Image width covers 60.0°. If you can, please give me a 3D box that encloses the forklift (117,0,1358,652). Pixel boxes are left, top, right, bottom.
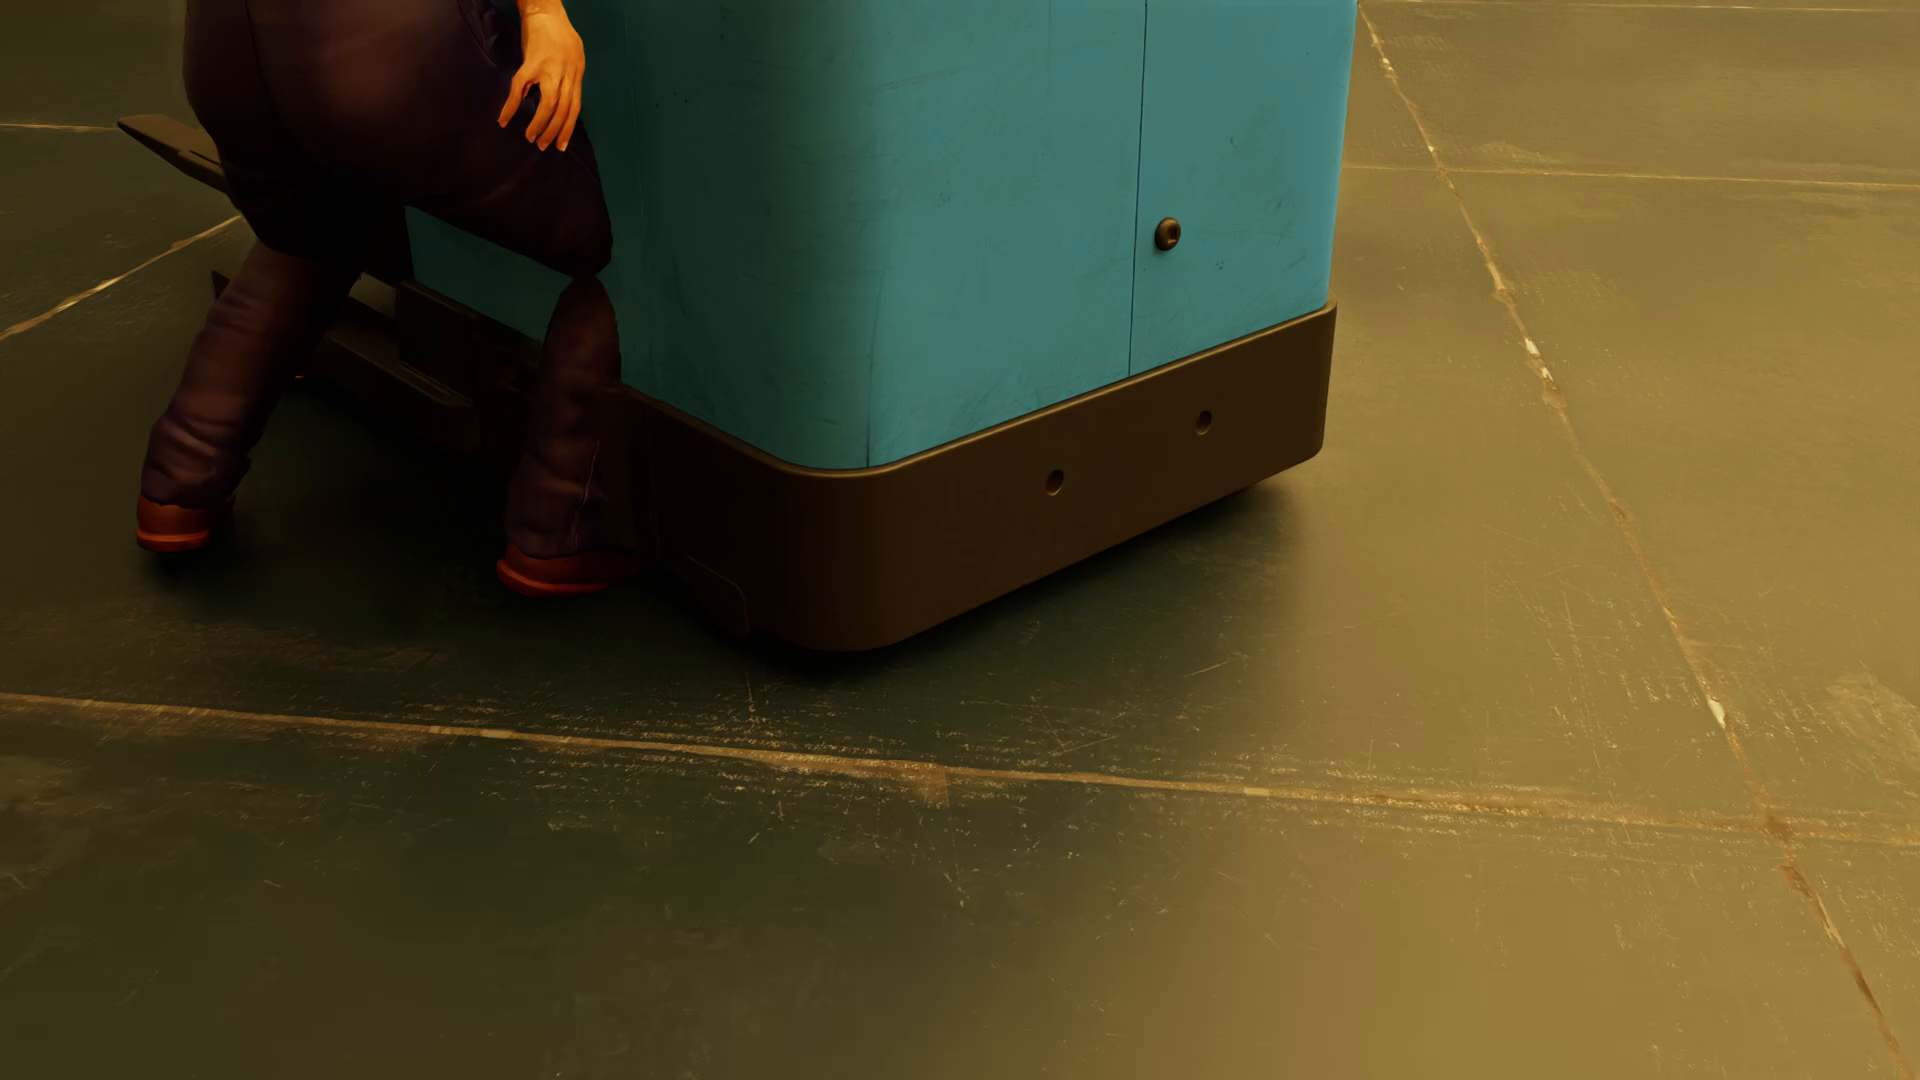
[{"bbox_3d":[-0.788,-1.744,2.714,1.130,2.935,3.031,-22,34,-37],"label":"forklift"}]

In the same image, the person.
[{"bbox_3d":[-0.768,-0.629,2.108,0.964,1.552,0.569,18,32,32],"label":"person"}]
